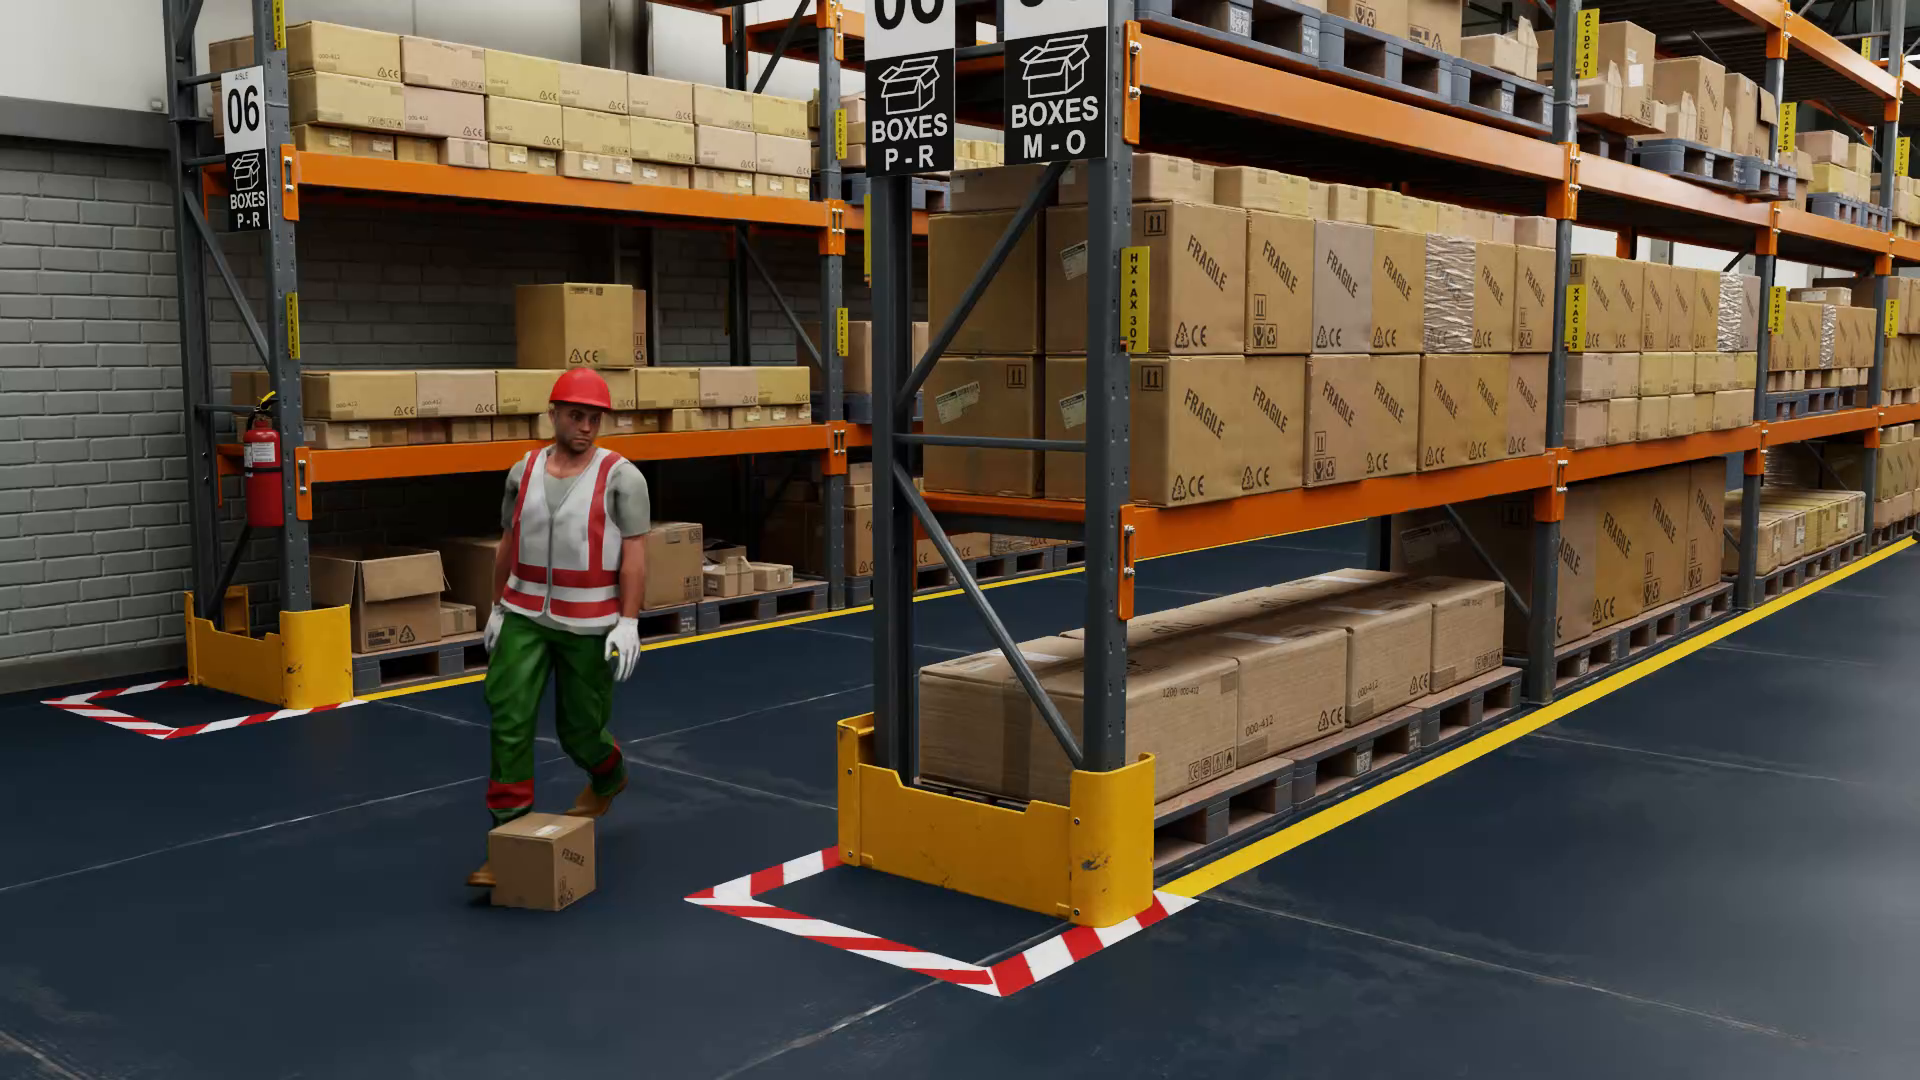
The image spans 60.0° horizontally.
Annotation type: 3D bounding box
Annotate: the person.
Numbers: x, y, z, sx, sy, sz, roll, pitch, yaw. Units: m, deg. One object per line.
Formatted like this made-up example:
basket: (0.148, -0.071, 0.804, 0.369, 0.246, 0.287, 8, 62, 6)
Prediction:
person: (-1.376, 0.280, 5.757, 0.623, 1.745, 0.911, 1, 7, 5)
